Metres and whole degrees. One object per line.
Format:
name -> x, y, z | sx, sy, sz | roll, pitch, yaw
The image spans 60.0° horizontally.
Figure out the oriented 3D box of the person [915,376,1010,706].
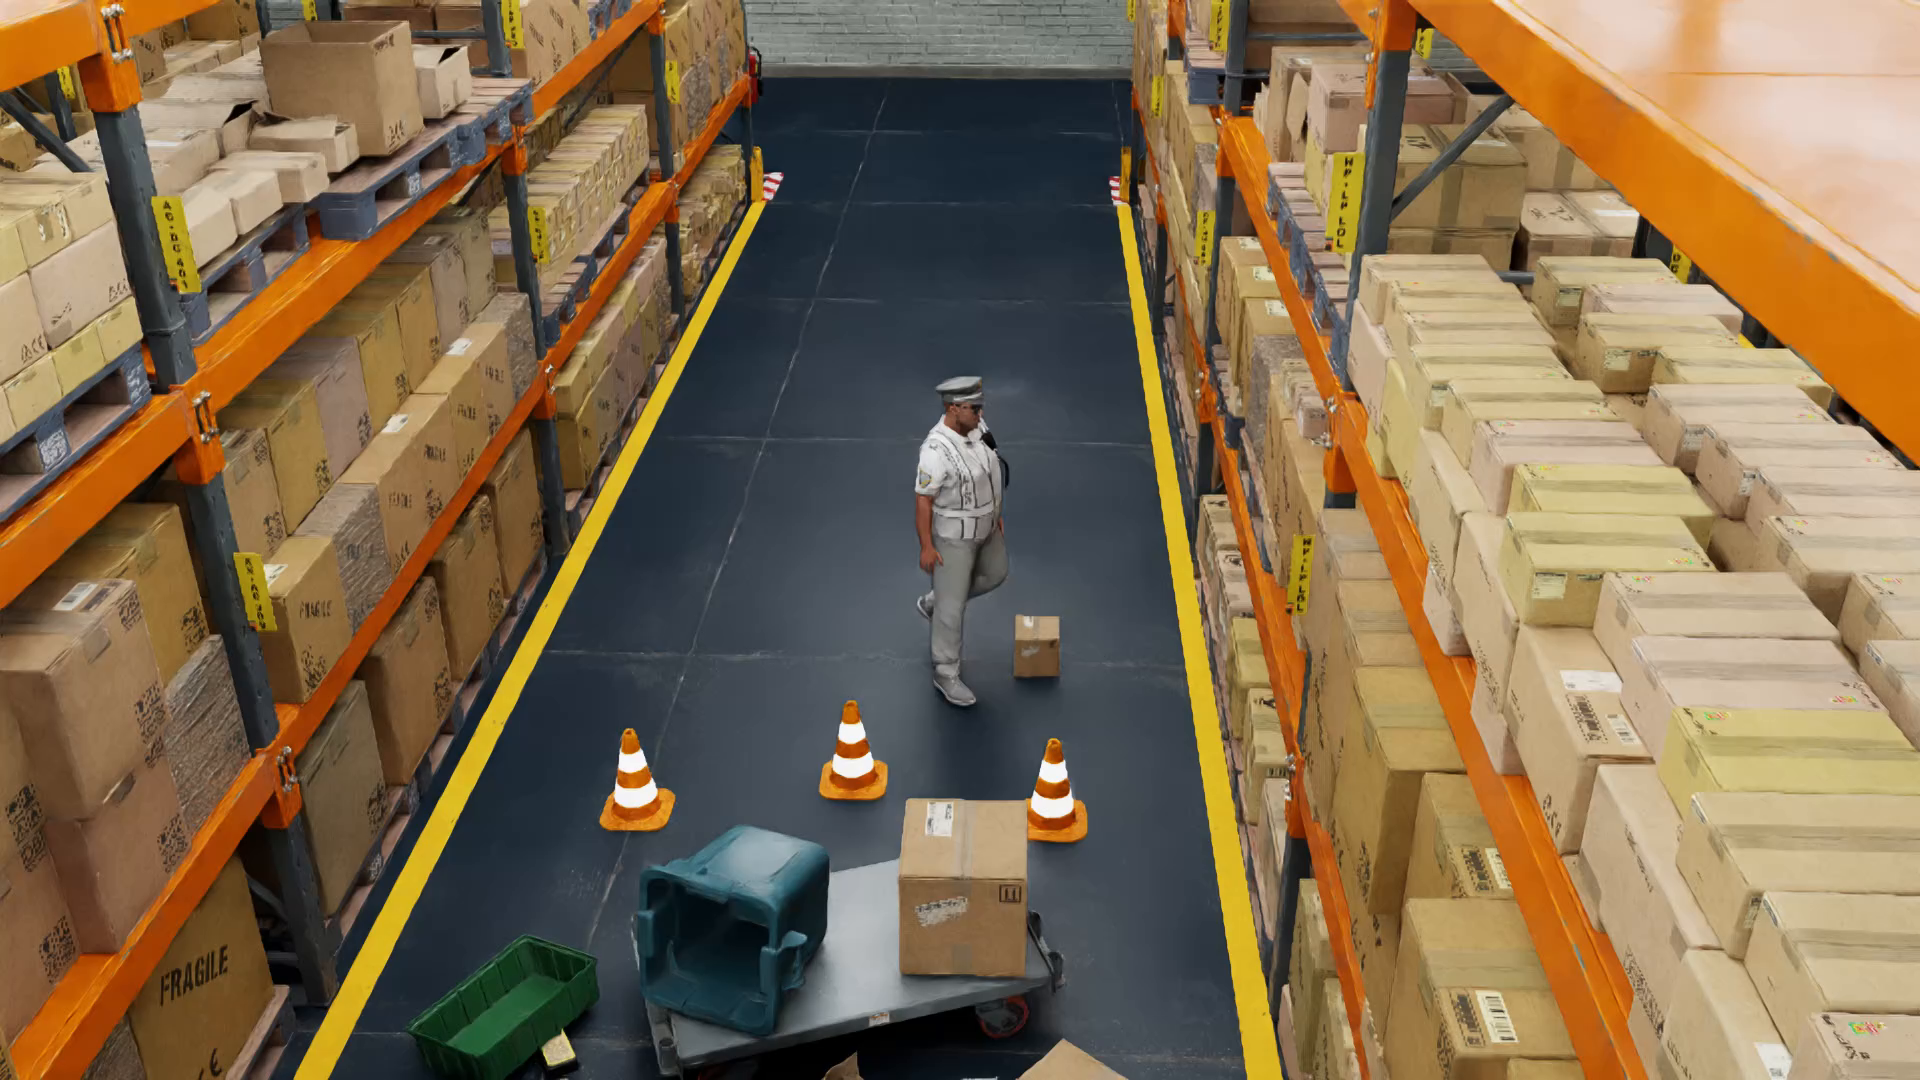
person -> -0.038, -0.061, 8.925 | 0.599, 1.751, 0.668 | 15, 31, 26
